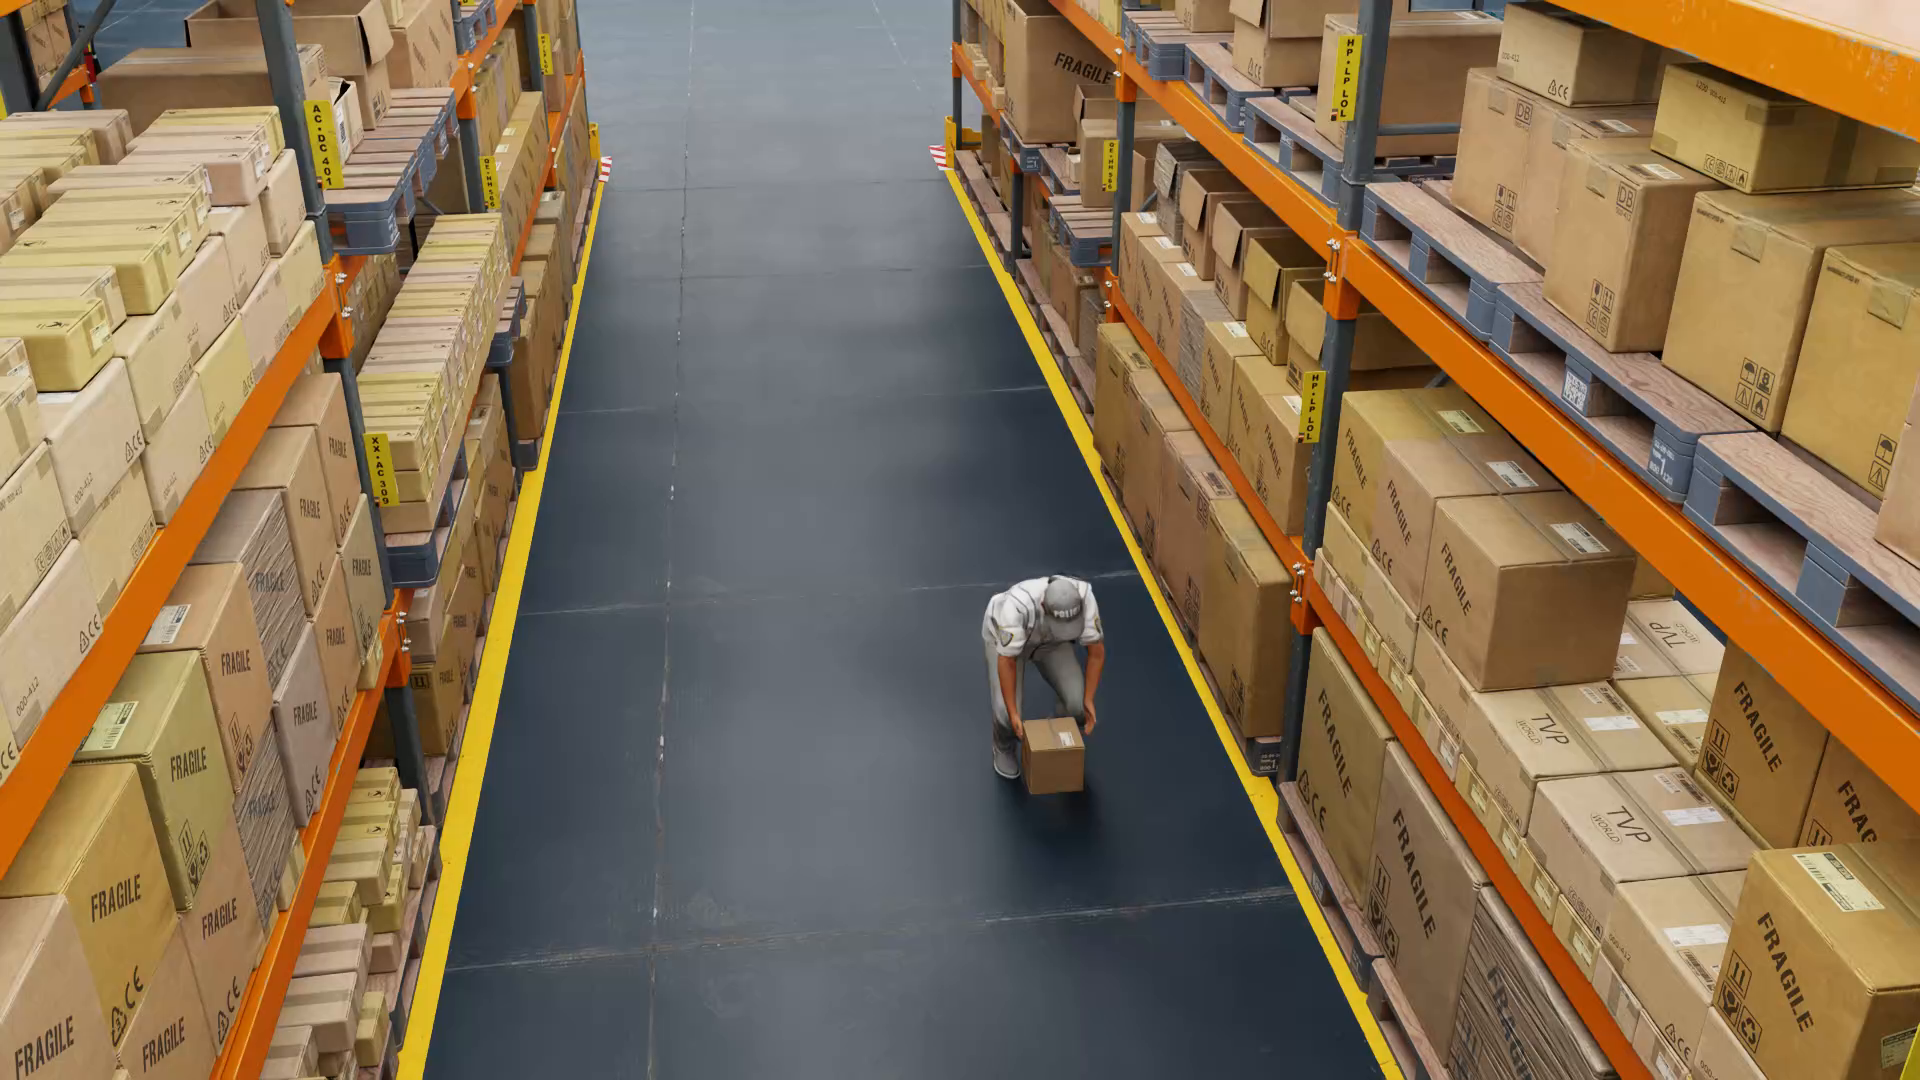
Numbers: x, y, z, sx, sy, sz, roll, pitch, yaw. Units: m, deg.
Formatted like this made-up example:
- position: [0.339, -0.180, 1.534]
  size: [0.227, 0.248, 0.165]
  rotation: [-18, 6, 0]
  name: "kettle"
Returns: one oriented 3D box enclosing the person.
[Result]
- position: [0.400, 0.591, 8.004]
  size: [0.536, 1.184, 0.811]
  rotation: [-5, 28, -9]
  name: "person"
